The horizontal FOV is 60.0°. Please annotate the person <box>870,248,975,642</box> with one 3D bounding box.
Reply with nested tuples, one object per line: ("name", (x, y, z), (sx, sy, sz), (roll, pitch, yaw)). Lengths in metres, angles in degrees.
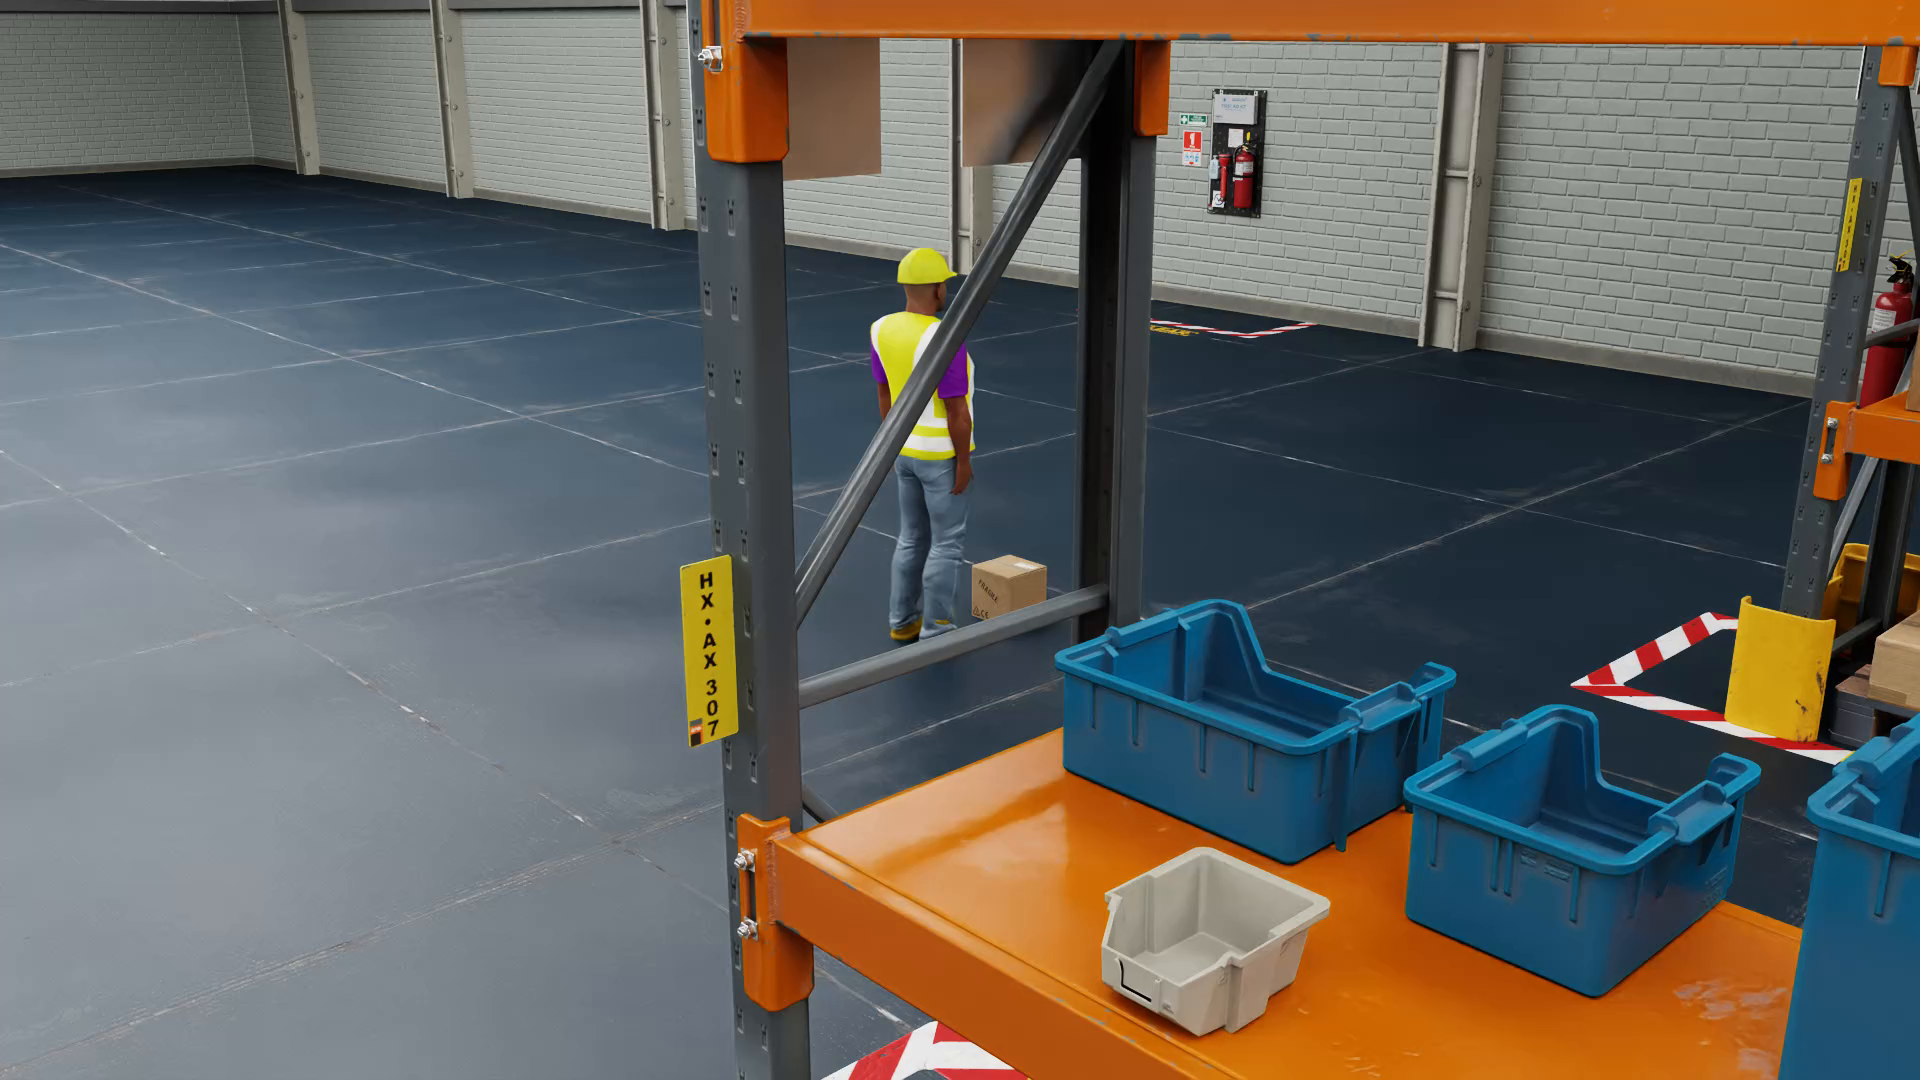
("person", (-0.139, -0.387, 7.265), (0.361, 1.761, 0.562), (-15, 23, -40))
